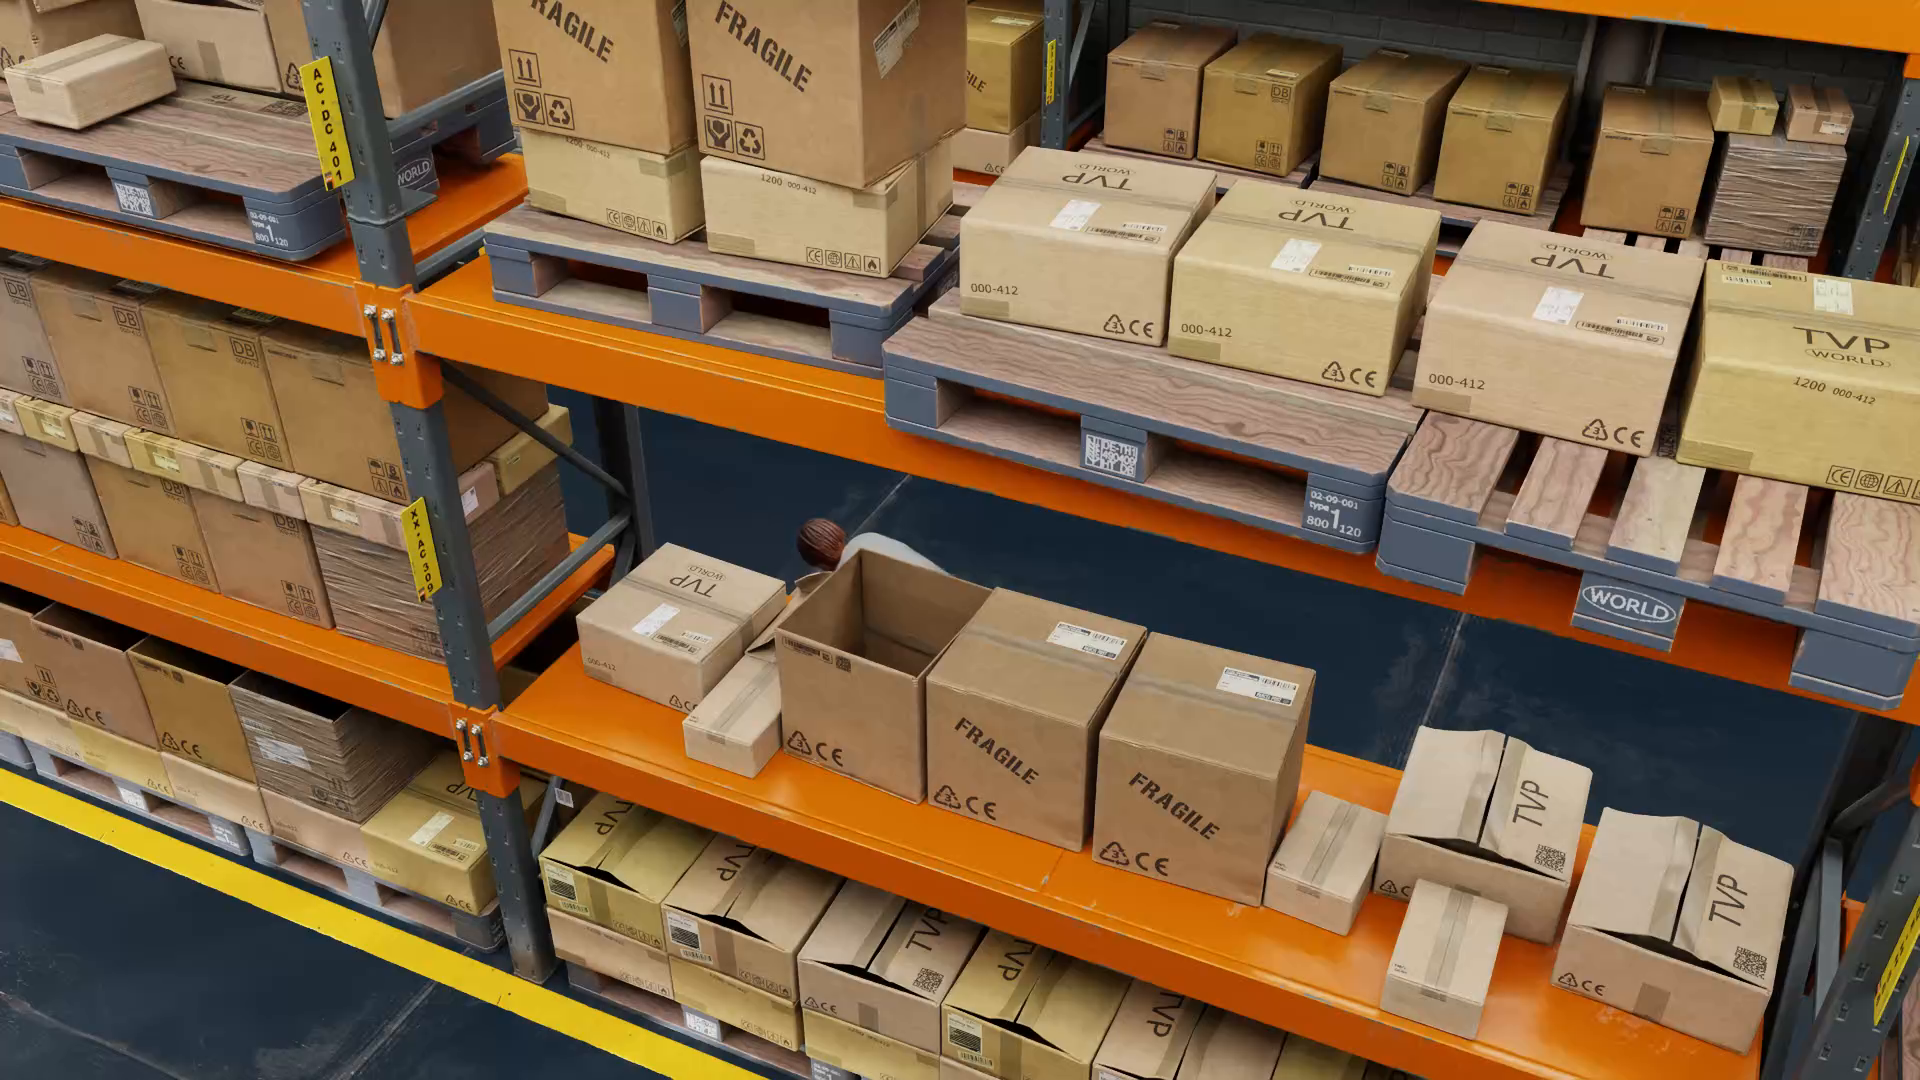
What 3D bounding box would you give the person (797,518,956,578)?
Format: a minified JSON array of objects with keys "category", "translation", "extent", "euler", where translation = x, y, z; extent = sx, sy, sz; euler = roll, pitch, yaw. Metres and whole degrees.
[{"category":"person","translation":[-0.327,0.342,7.271],"extent":[0.846,0.903,0.424],"euler":[13,36,18]}]
